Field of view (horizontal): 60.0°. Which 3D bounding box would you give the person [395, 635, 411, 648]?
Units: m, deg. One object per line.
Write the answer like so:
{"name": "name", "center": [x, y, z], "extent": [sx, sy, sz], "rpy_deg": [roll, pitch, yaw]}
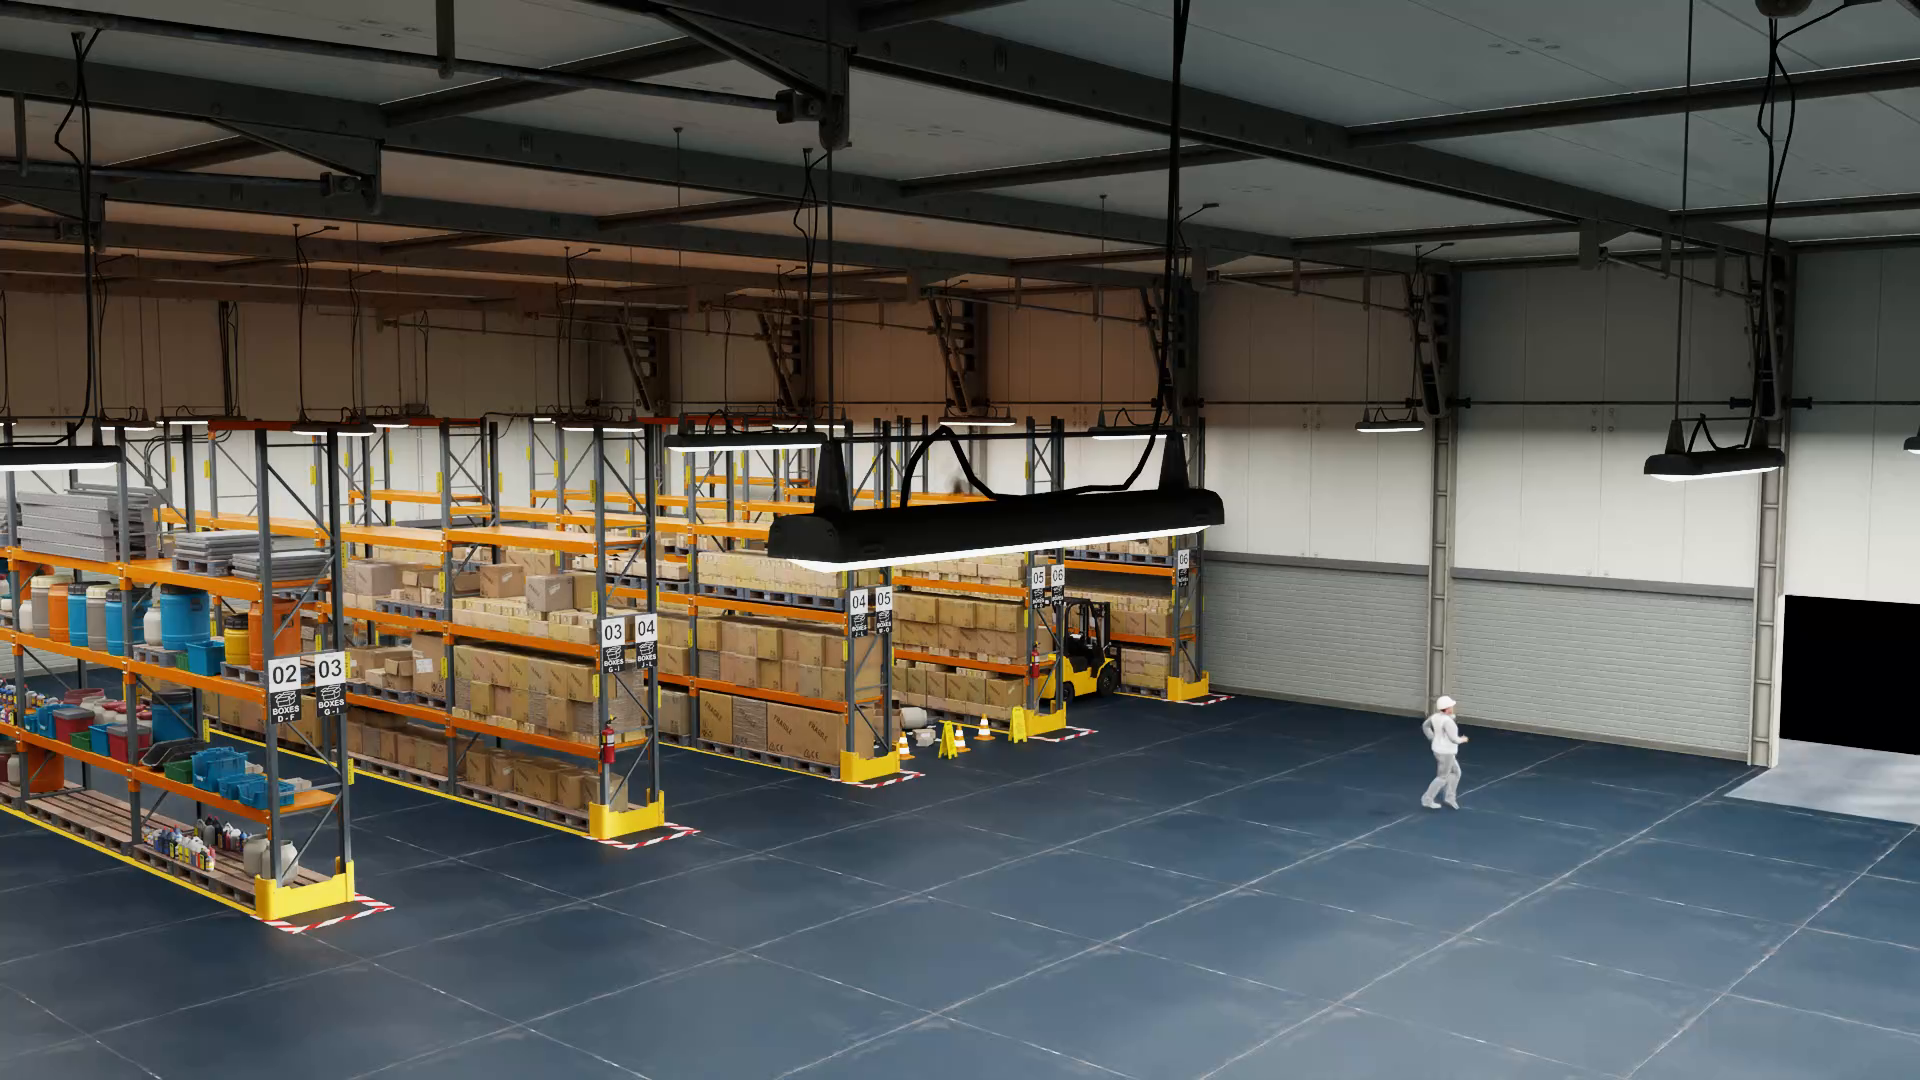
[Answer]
{"name": "person", "center": [-13.530, 2.209, 40.324], "extent": [0.533, 1.549, 0.563], "rpy_deg": [4, 6, 39]}

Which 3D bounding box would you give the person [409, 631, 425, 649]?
{"name": "person", "center": [-11.193, 2.682, 34.393], "extent": [0.933, 1.658, 0.566], "rpy_deg": [3, 6, 35]}

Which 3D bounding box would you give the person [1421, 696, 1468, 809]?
{"name": "person", "center": [7.496, 3.321, 25.759], "extent": [0.734, 1.822, 0.658], "rpy_deg": [0, 5, -5]}
